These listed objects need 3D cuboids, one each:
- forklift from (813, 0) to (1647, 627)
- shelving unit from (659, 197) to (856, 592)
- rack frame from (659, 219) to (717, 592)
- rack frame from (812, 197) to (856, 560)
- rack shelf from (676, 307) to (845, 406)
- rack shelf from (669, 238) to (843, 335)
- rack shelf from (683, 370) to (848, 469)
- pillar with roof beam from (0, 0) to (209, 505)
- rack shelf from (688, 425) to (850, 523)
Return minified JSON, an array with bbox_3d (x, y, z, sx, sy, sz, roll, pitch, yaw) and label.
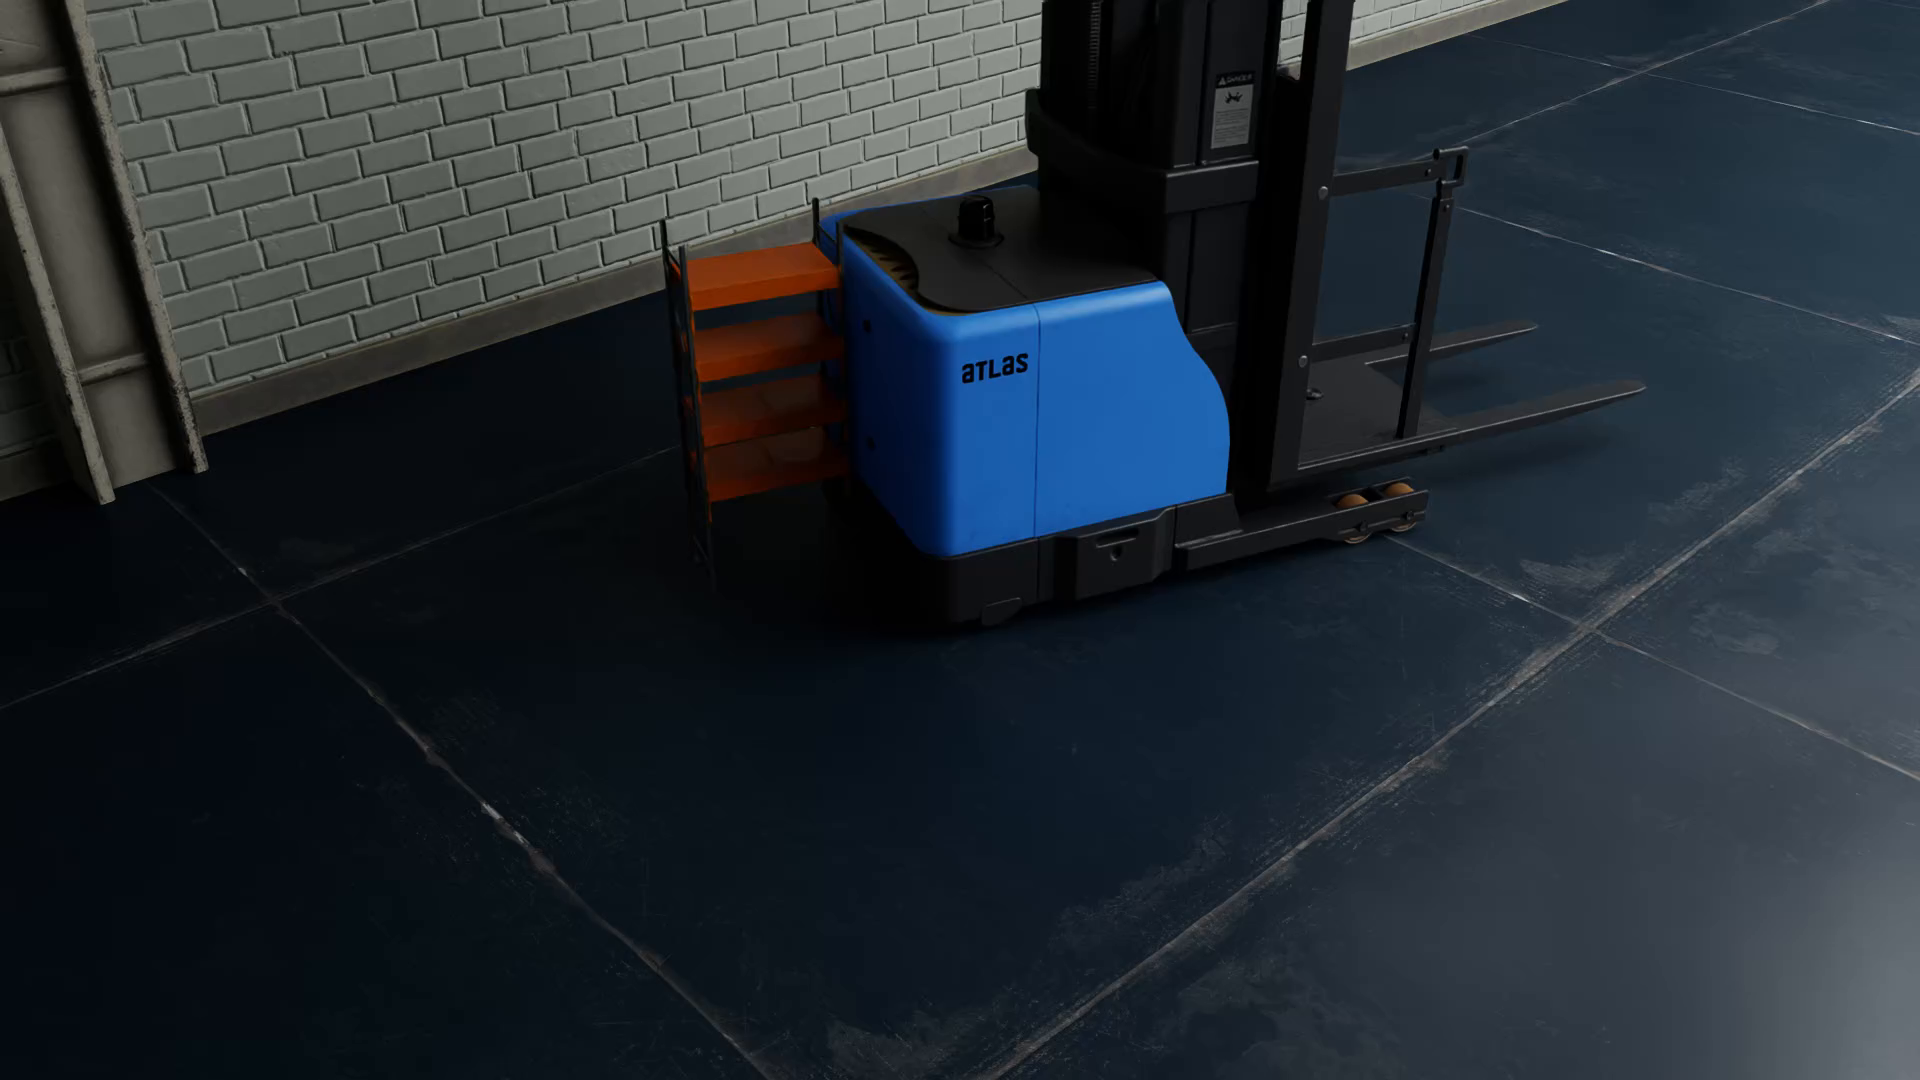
[{"bbox_3d":[1.071,-1.477,5.355,3.031,2.935,1.130,-13,34,-20],"label":"forklift"},{"bbox_3d":[-0.632,-0.451,5.338,0.503,1.200,0.258,-13,34,-20],"label":"shelving unit"},{"bbox_3d":[-0.856,-0.401,5.255,0.015,1.200,0.240,-13,34,-20],"label":"rack frame"},{"bbox_3d":[-0.409,-0.502,5.421,0.015,1.200,0.240,-13,34,-20],"label":"rack frame"},{"bbox_3d":[-0.632,-0.585,5.256,0.480,0.148,0.258,-13,34,-20],"label":"rack shelf"},{"bbox_3d":[-0.632,-0.787,5.133,0.480,0.148,0.258,-13,34,-20],"label":"rack shelf"},{"bbox_3d":[-0.632,-0.394,5.373,0.480,0.148,0.258,-13,34,-20],"label":"rack shelf"},{"bbox_3d":[-0.113,-2.445,1.123,0.400,9.000,9.100,-26,40,-35],"label":"pillar with roof beam"},{"bbox_3d":[-0.632,-0.225,5.477,0.480,0.148,0.258,-13,34,-20],"label":"rack shelf"}]
